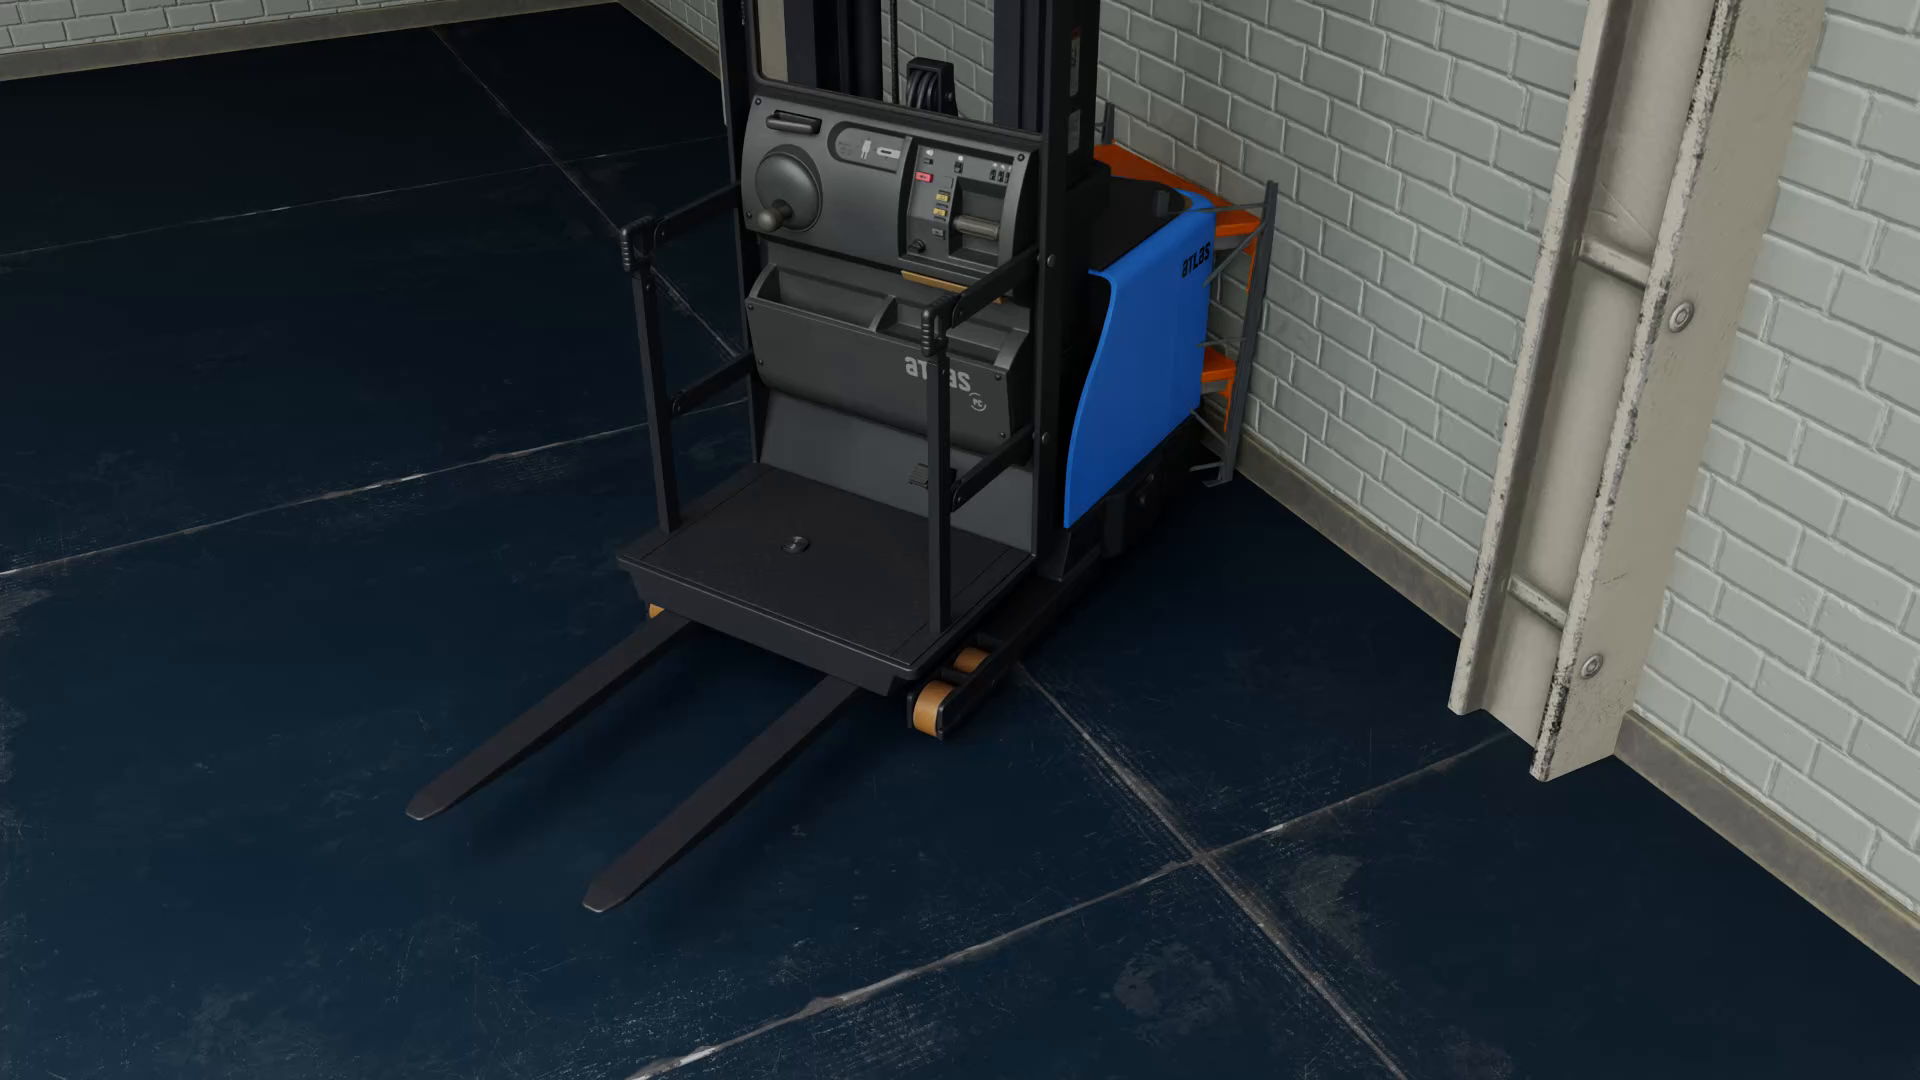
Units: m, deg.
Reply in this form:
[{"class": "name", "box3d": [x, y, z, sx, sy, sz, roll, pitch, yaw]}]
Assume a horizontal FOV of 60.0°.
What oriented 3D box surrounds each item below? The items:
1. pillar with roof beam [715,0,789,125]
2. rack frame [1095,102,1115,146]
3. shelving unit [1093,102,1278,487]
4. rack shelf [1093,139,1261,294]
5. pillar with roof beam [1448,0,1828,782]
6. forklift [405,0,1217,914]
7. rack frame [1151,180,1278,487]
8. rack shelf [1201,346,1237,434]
[{"class": "pillar with roof beam", "box3d": [-4.922, -5.019, 5.243, 9.100, 9.000, 0.400, -16, 36, -23]}, {"class": "rack frame", "box3d": [0.336, -1.132, 6.497, 0.500, 1.125, 0.032, -11, 32, -26]}, {"class": "shelving unit", "box3d": [0.573, -0.900, 6.112, 0.538, 1.125, 1.048, -11, 32, -26]}, {"class": "rack shelf", "box3d": [0.595, -1.156, 5.972, 0.538, 0.278, 1.000, -11, 32, -26]}, {"class": "pillar with roof beam", "box3d": [-2.124, -2.156, 0.773, 9.100, 9.000, 0.400, -16, 36, -23]}, {"class": "forklift", "box3d": [-0.335, -0.946, 4.510, 1.130, 2.935, 3.031, 19, 37, 27]}, {"class": "rack frame", "box3d": [0.811, -0.669, 5.727, 0.500, 1.125, 0.032, -11, 32, -26]}, {"class": "rack shelf", "box3d": [0.555, -0.686, 6.230, 0.538, 0.278, 1.000, -11, 32, -26]}]
